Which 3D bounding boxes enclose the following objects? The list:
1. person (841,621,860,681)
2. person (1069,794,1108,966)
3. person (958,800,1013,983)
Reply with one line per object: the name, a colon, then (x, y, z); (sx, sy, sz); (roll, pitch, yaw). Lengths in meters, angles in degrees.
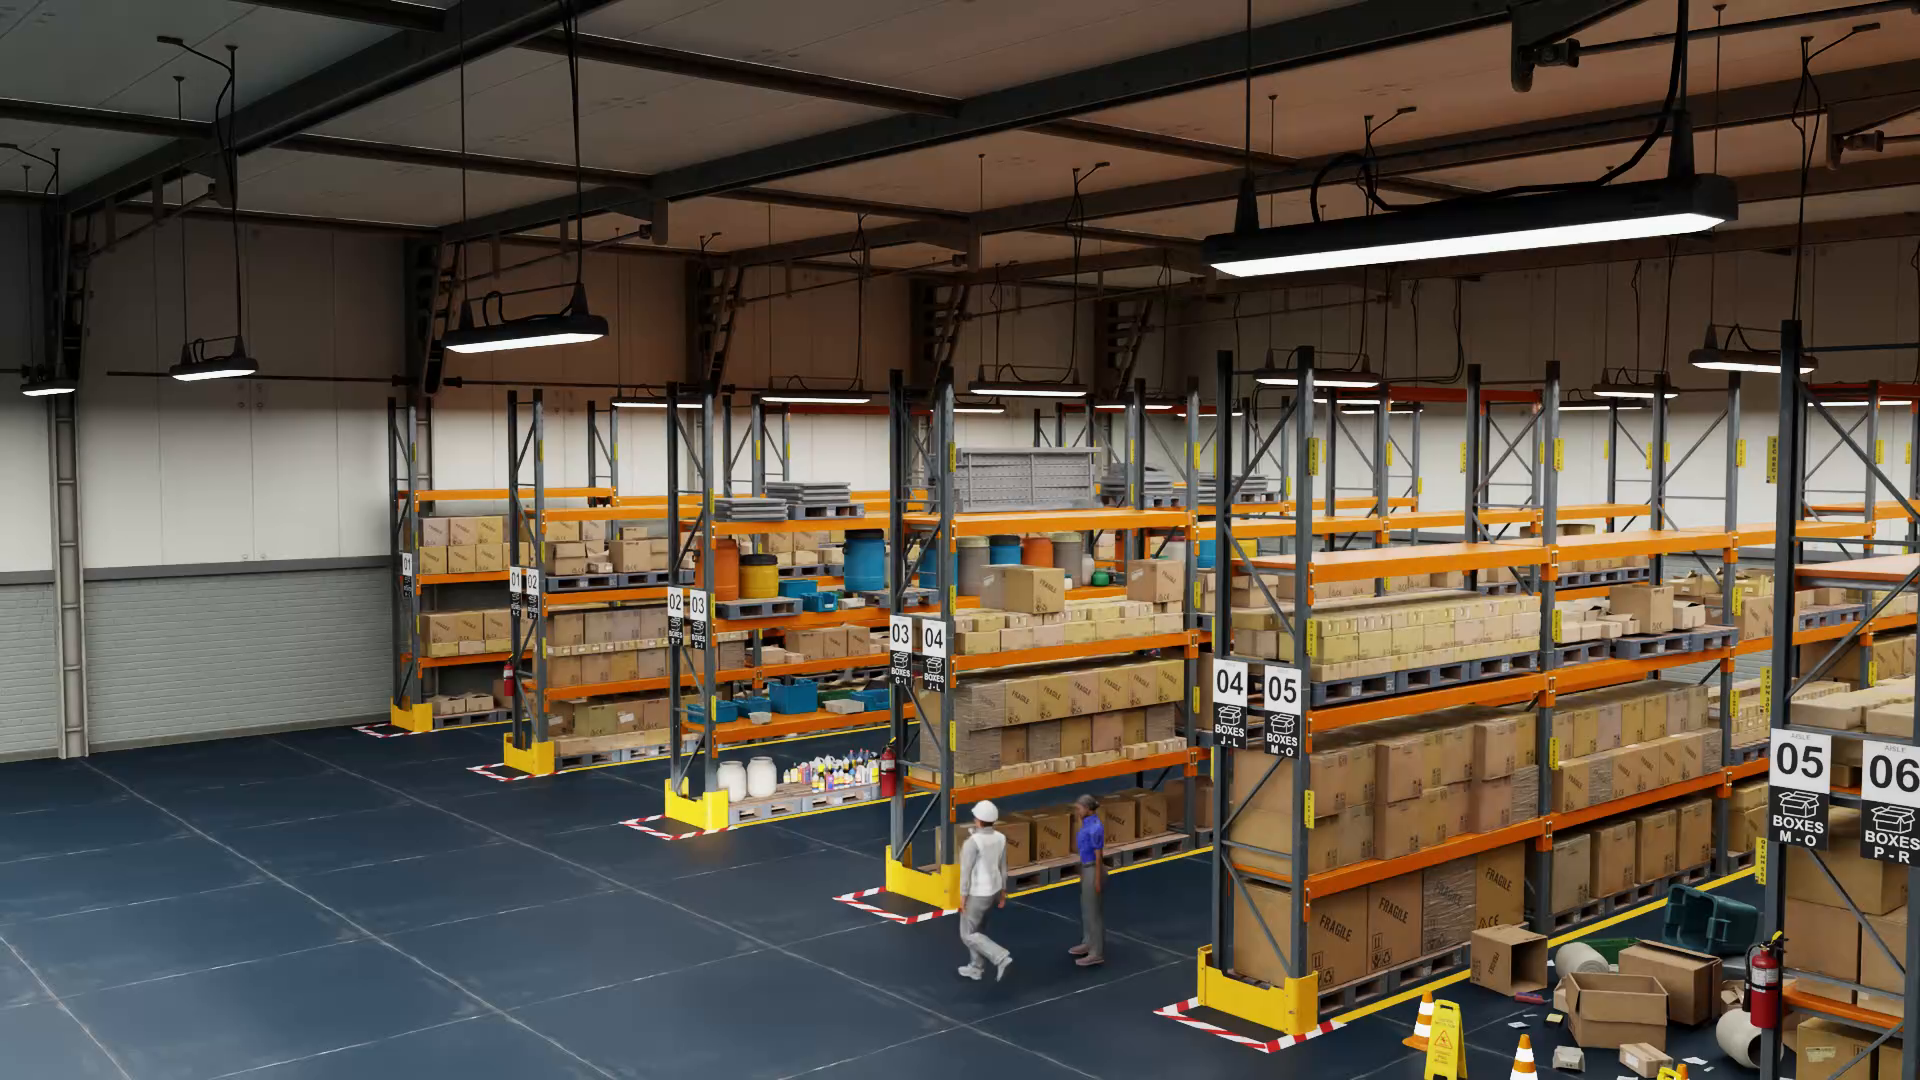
person: (-2.280, 2.309, 34.626); (0.476, 1.664, 0.486); (1, 4, 19)
person: (1.287, 3.364, 16.620); (0.375, 1.655, 0.530); (0, 3, -2)
person: (0.226, 3.354, 15.821); (0.690, 1.763, 0.525); (2, 4, 25)
